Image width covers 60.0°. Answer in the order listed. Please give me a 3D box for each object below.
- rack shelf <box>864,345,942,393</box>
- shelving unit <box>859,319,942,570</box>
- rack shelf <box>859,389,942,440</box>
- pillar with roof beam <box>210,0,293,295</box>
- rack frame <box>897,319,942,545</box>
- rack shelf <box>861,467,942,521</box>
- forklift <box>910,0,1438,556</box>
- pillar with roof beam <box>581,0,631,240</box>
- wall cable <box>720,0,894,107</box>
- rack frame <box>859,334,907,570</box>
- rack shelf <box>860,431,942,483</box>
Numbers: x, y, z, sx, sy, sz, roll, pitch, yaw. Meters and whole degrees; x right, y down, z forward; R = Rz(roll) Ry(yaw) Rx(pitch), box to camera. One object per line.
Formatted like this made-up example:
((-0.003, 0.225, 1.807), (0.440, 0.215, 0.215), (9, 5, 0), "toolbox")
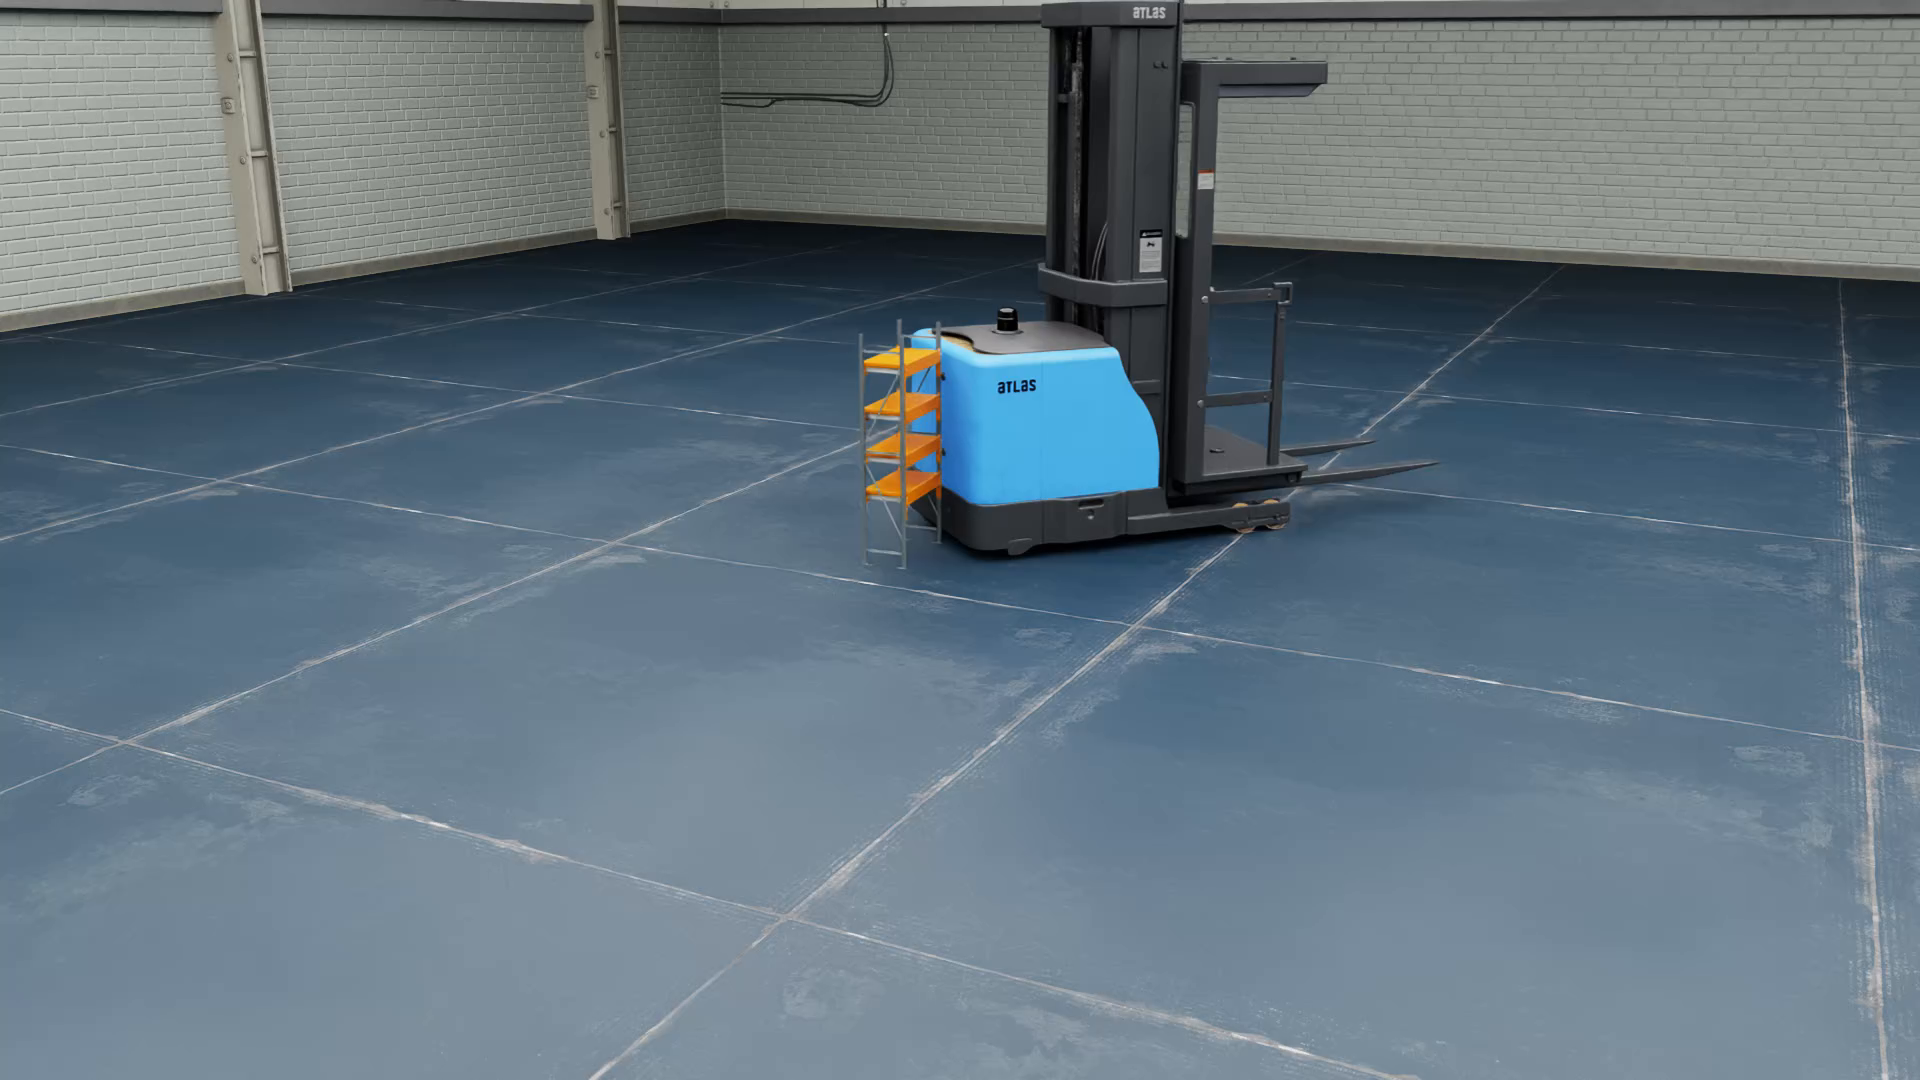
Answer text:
((-0.301, -0.875, 8.484), (0.258, 0.148, 0.480), (6, 18, 20), "rack shelf")
((-0.301, -0.499, 8.596), (0.258, 1.200, 0.503), (6, 18, 20), "shelving unit")
((-0.301, -0.649, 8.551), (0.258, 0.148, 0.480), (6, 18, 20), "rack shelf")
((-3.680, -6.465, 14.985), (9.100, 9.000, 0.400), (8, 18, 25), "pillar with roof beam")
((-0.214, -0.564, 8.814), (0.240, 1.200, 0.015), (6, 18, 20), "rack frame")
((-0.301, -0.244, 8.672), (0.258, 0.148, 0.480), (6, 18, 20), "rack shelf")
((1.286, -1.573, 9.171), (3.031, 2.935, 1.130), (-7, 18, -21), "forklift")
((-0.999, -7.993, 20.131), (9.100, 9.000, 0.400), (8, 18, 25), "pillar with roof beam")
((-2.351, -7.634, 24.377), (3.097, 2.526, 0.112), (8, 18, 25), "wall cable")
((-0.388, -0.434, 8.378), (0.240, 1.200, 0.015), (6, 18, 20), "rack frame")
((-0.301, -0.434, 8.615), (0.258, 0.148, 0.480), (6, 18, 20), "rack shelf")
